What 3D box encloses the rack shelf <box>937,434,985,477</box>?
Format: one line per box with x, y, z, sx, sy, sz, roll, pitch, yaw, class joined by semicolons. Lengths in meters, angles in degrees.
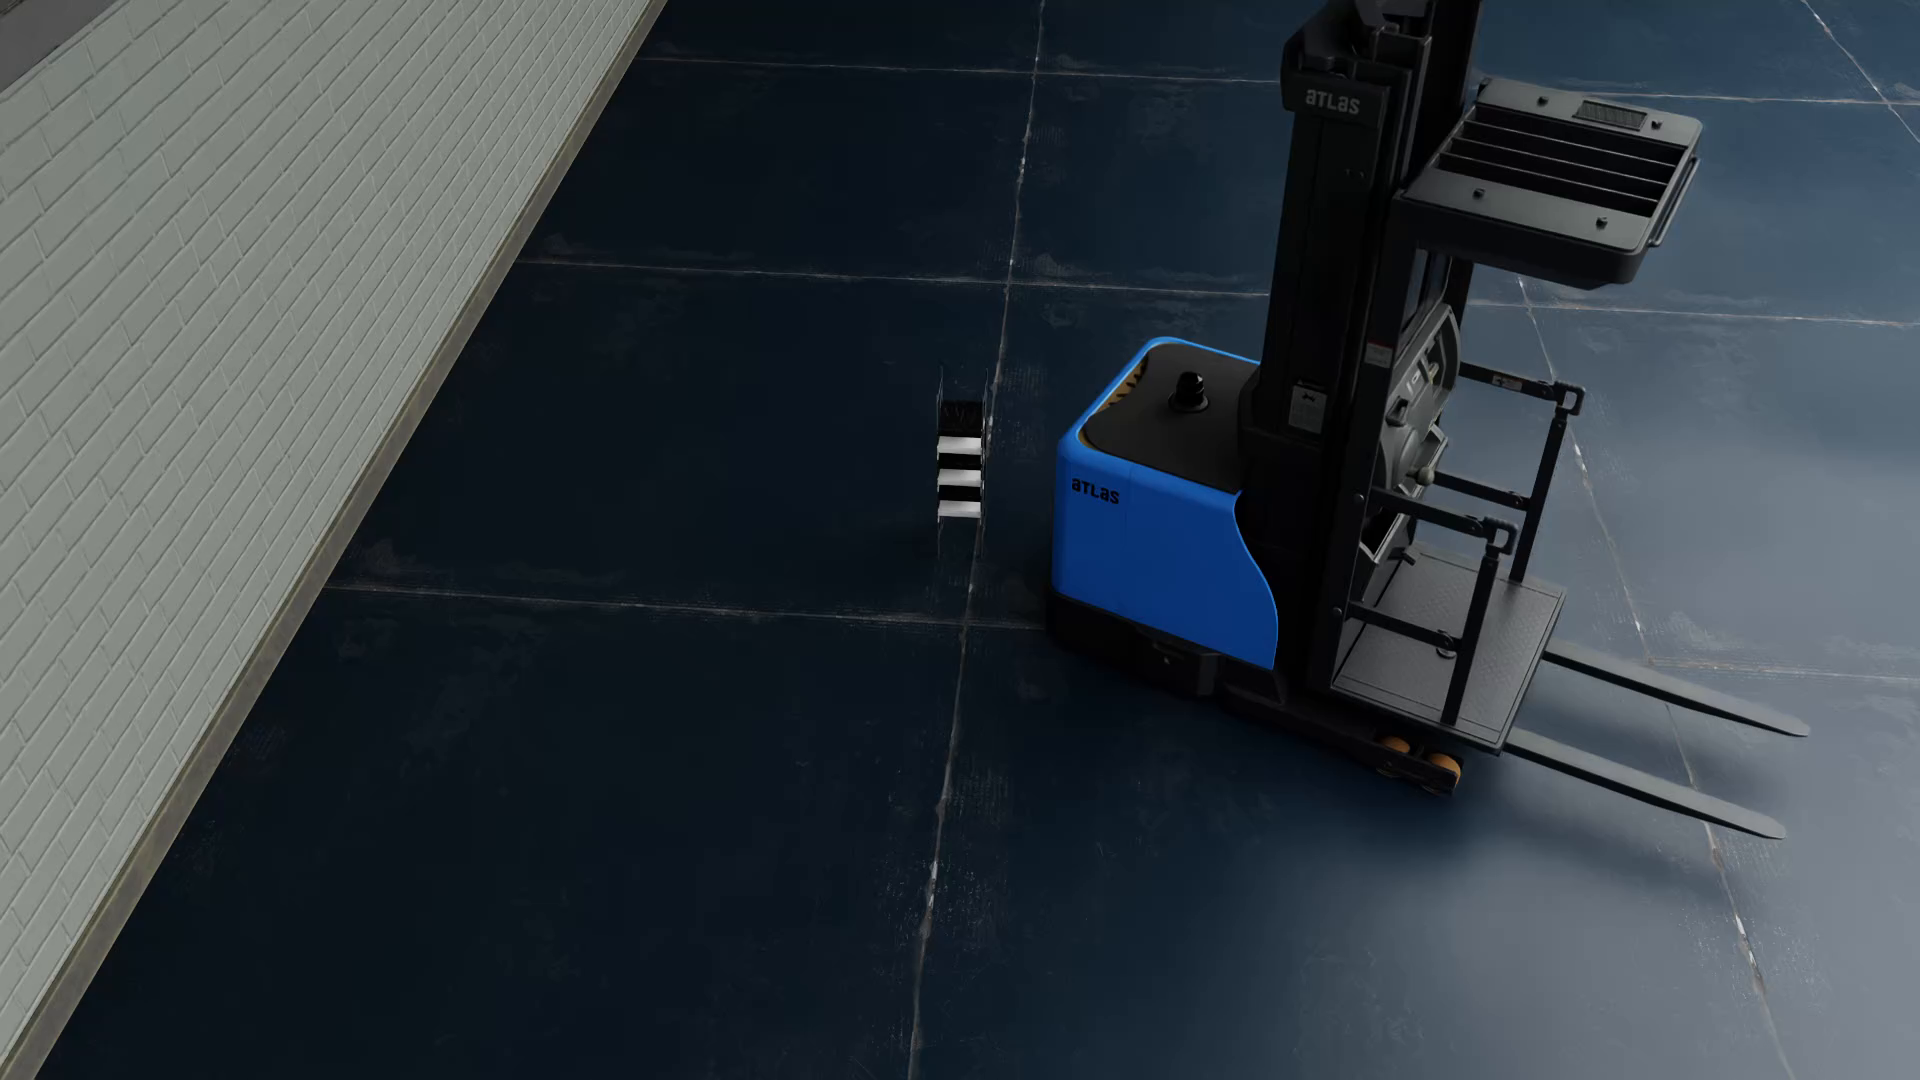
0.008;-0.393;7.600;0.200;0.077;0.258;3;39;4;rack shelf

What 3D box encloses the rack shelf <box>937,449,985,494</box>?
0.008;-0.323;7.657;0.200;0.077;0.258;3;39;4;rack shelf

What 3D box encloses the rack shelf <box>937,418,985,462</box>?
0.008;-0.462;7.543;0.200;0.077;0.258;3;39;4;rack shelf

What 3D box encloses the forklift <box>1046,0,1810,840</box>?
1.917;-0.502;6.216;3.031;2.935;1.130;20;43;22;forklift

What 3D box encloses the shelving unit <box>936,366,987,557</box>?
0.008;-0.349;7.636;0.210;0.900;0.258;3;39;4;shelving unit

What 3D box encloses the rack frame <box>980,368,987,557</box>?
0.109;-0.343;7.629;0.006;0.900;0.240;3;39;4;rack frame

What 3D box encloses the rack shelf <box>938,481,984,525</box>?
0.008;-0.183;7.771;0.200;0.077;0.258;3;39;4;rack shelf

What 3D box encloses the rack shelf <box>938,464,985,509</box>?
0.008;-0.253;7.714;0.200;0.077;0.258;3;39;4;rack shelf

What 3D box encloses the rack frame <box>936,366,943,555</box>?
-0.093;-0.354;7.643;0.006;0.900;0.240;3;39;4;rack frame

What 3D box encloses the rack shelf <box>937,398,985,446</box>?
0.008;-0.532;7.486;0.200;0.077;0.258;3;39;4;rack shelf
